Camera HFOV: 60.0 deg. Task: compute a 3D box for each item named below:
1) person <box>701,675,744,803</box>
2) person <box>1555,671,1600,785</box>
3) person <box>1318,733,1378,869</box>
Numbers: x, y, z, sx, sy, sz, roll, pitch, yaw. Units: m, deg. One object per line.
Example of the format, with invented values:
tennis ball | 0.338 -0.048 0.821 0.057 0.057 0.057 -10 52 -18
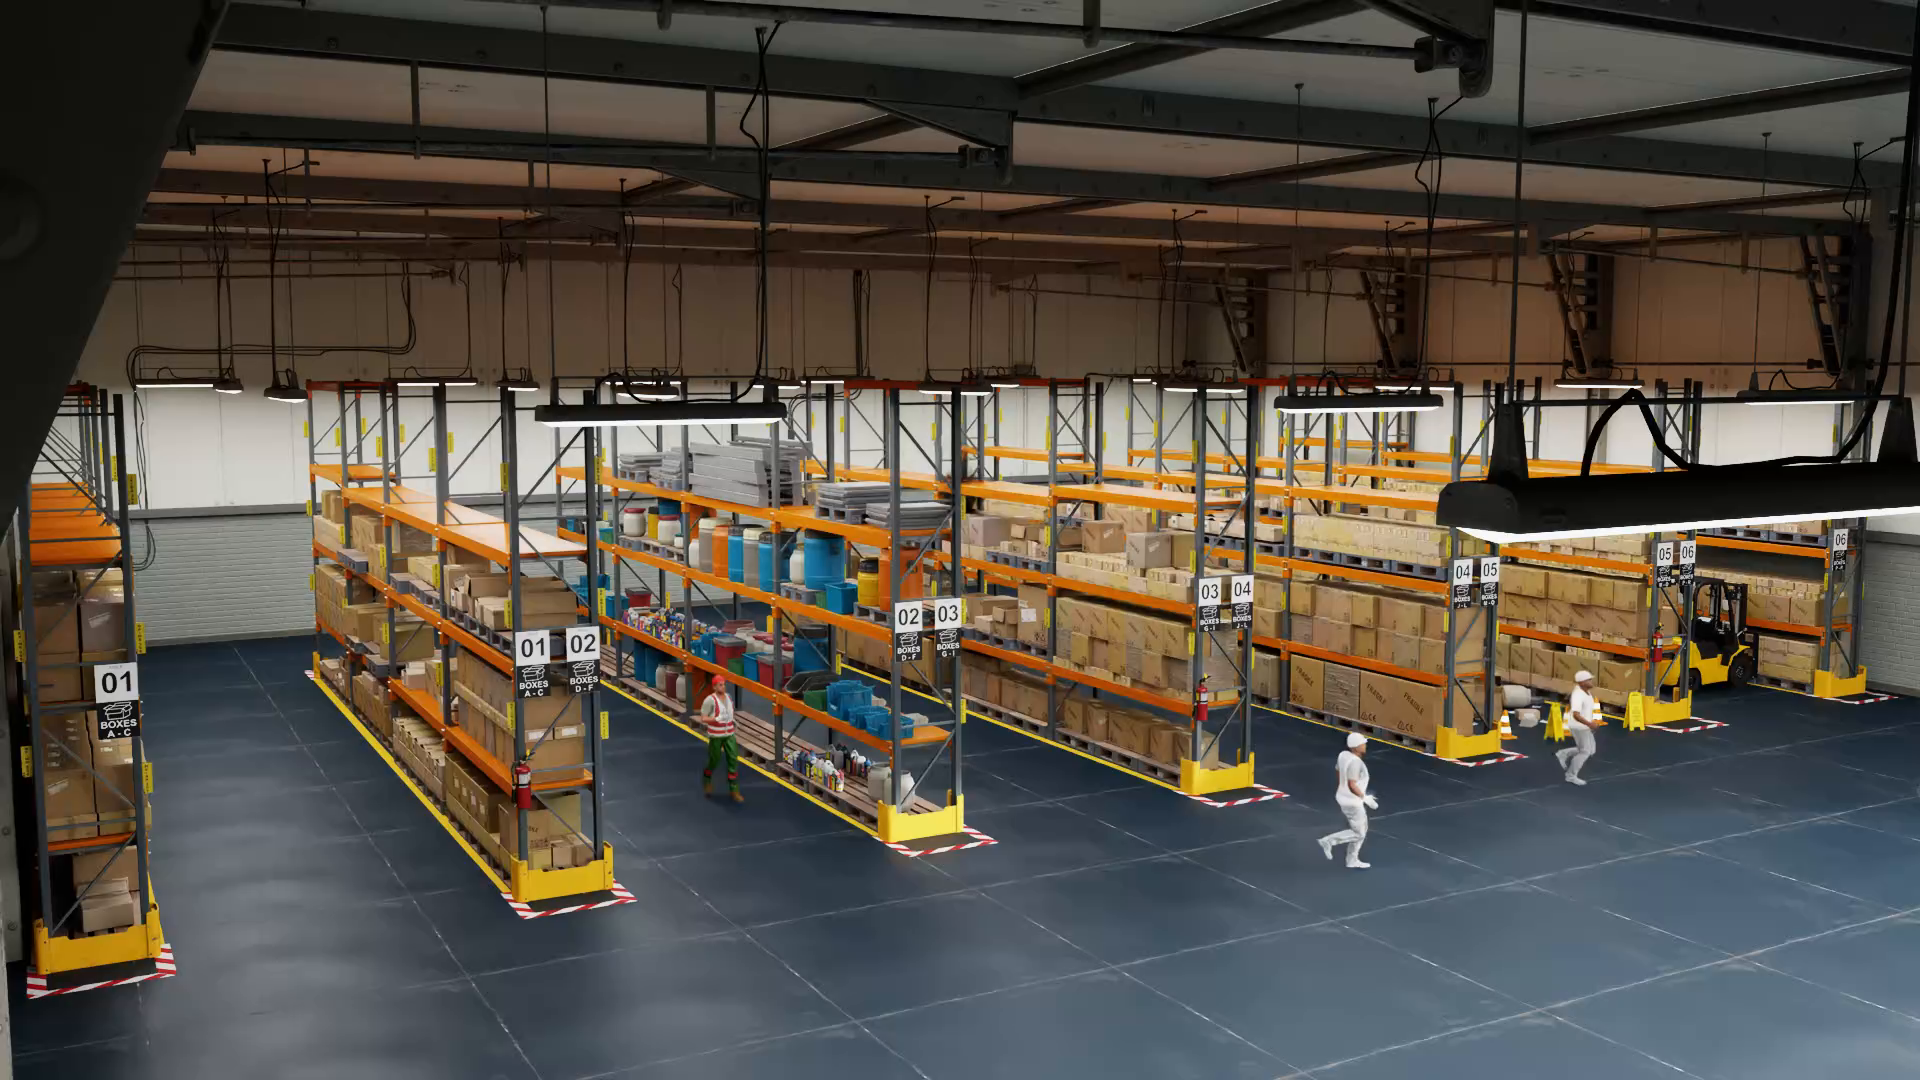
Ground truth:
person | -3.459 2.846 24.083 0.645 1.800 0.899 -5 8 -40
person | 9.345 2.816 25.108 0.651 1.727 0.727 3 7 27
person | 4.819 3.264 20.808 0.694 1.734 0.671 0 6 0
